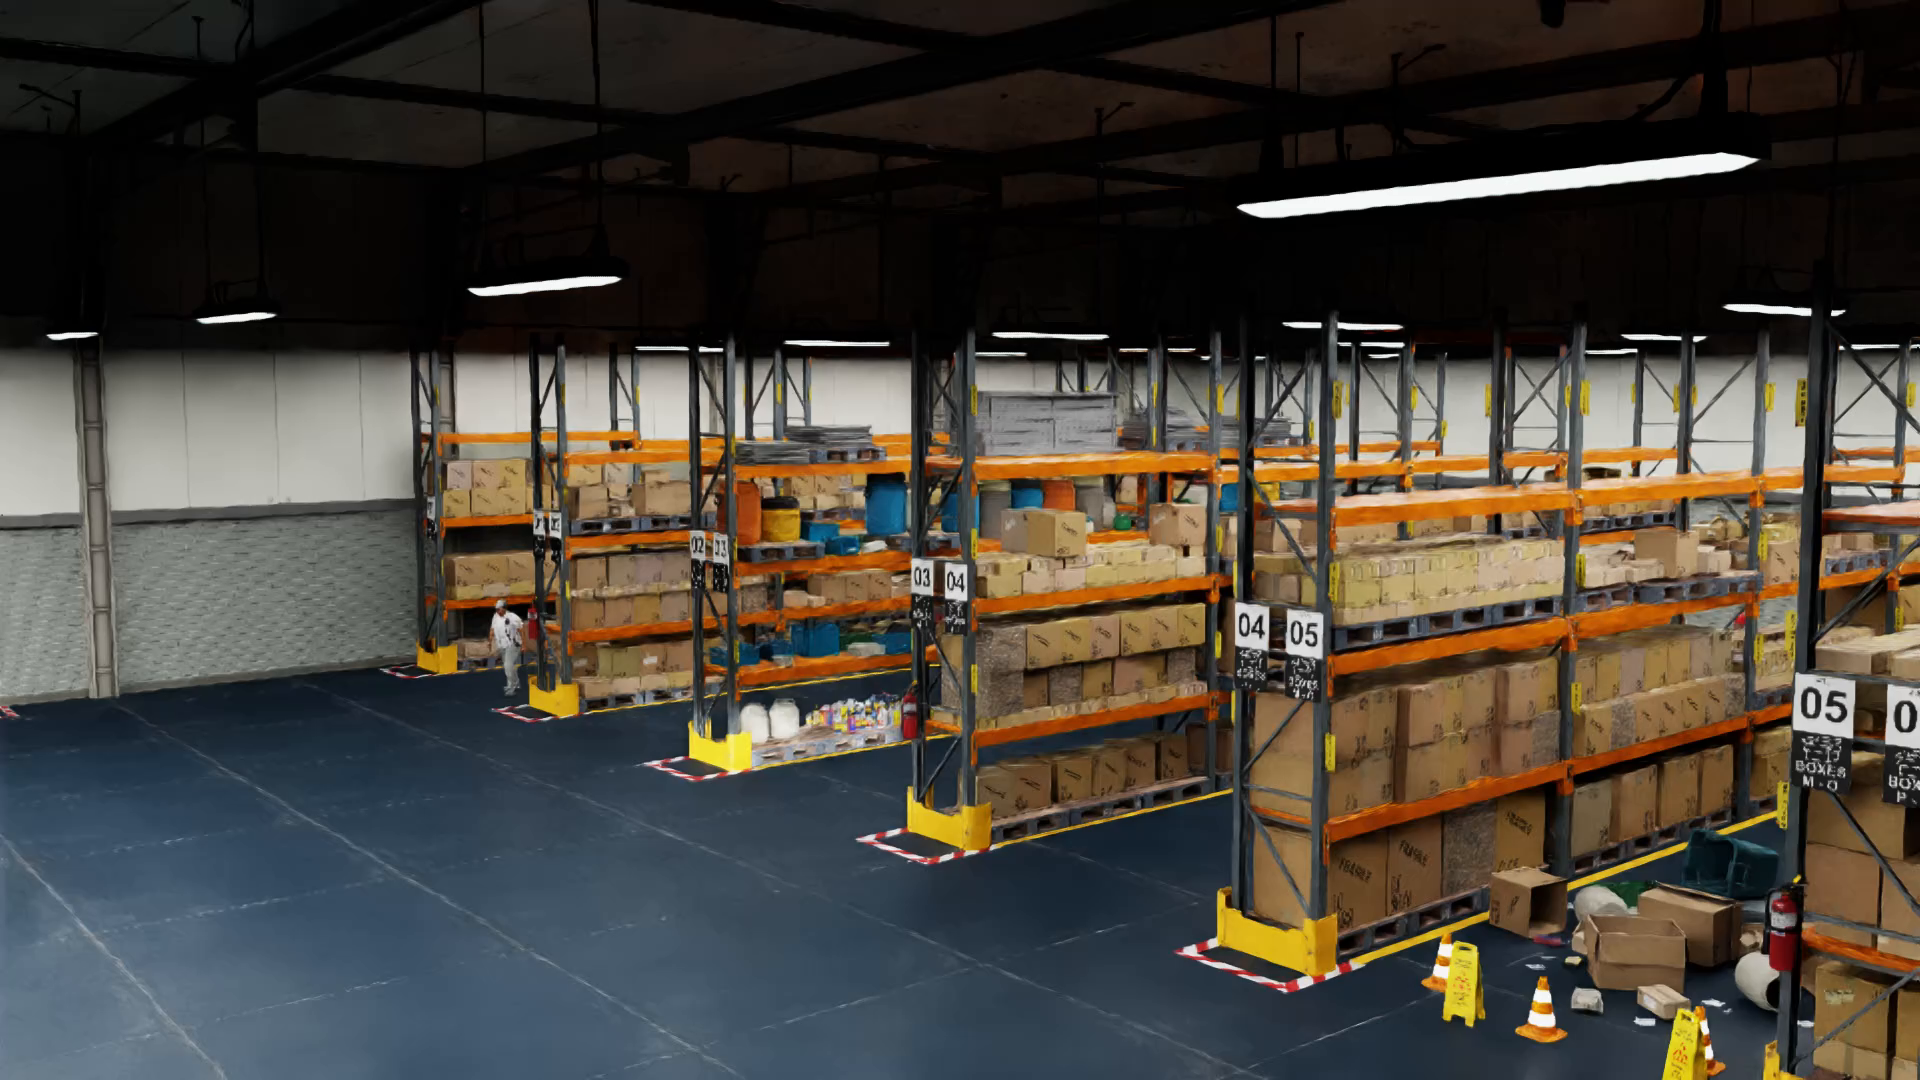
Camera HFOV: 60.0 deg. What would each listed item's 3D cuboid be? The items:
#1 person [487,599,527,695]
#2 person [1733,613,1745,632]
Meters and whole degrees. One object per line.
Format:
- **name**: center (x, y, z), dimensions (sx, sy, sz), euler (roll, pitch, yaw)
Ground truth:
- **person**: center (-7.596, 1.775, 27.986), dimensions (0.636, 1.610, 0.749), euler (3, 6, 29)
- **person**: center (11.591, 1.967, 24.795), dimensions (0.625, 1.788, 0.538), euler (-2, 6, -23)
